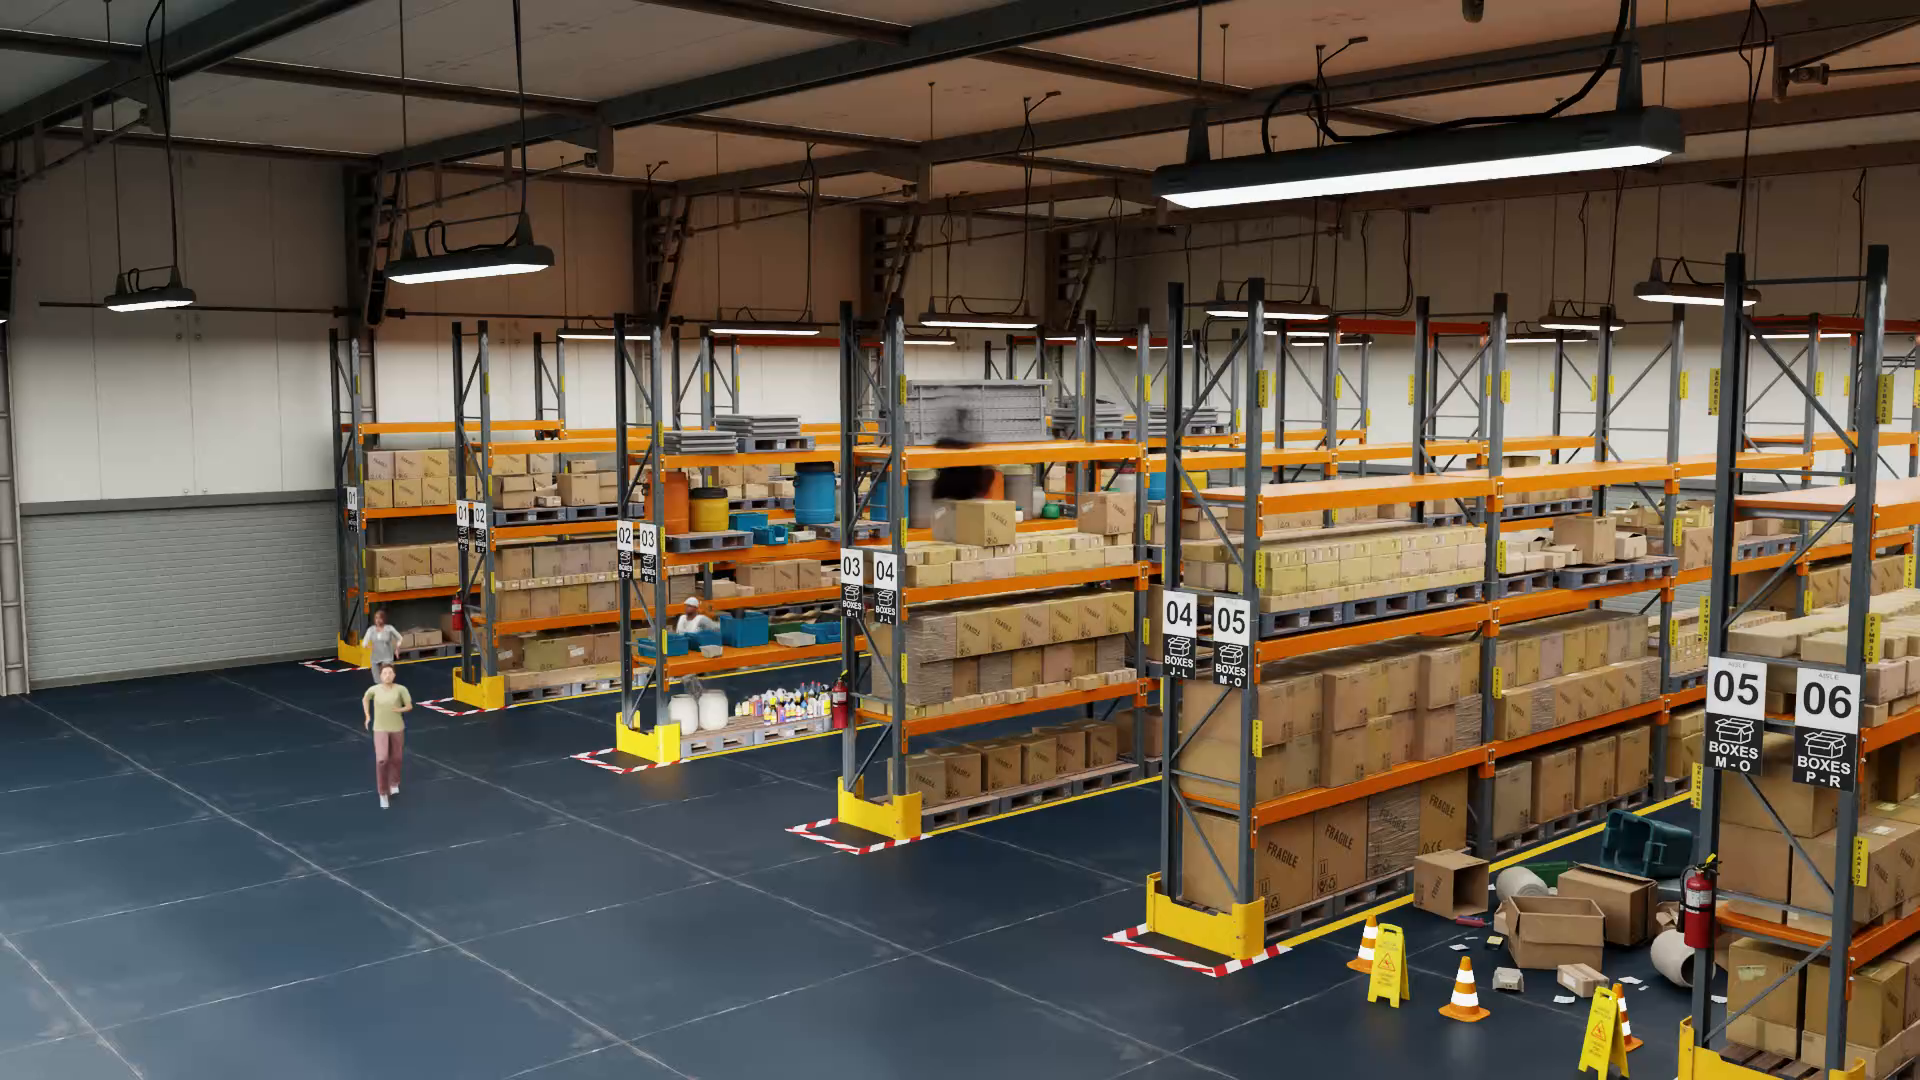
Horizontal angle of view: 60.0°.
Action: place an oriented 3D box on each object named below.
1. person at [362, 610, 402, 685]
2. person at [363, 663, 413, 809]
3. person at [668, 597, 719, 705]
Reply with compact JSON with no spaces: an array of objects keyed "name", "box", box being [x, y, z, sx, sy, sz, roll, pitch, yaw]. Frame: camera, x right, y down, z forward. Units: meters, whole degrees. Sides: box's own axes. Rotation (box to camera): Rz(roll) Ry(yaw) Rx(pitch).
[{"name":"person","box":[-8.754,1.857,25.169,0.543,1.606,0.794,0,6,-3]},{"name":"person","box":[-6.917,2.344,20.145,0.550,1.729,0.747,-2,6,-23]},{"name":"person","box":[-4.088,1.782,25.264,0.657,1.841,0.733,5,7,39]}]
